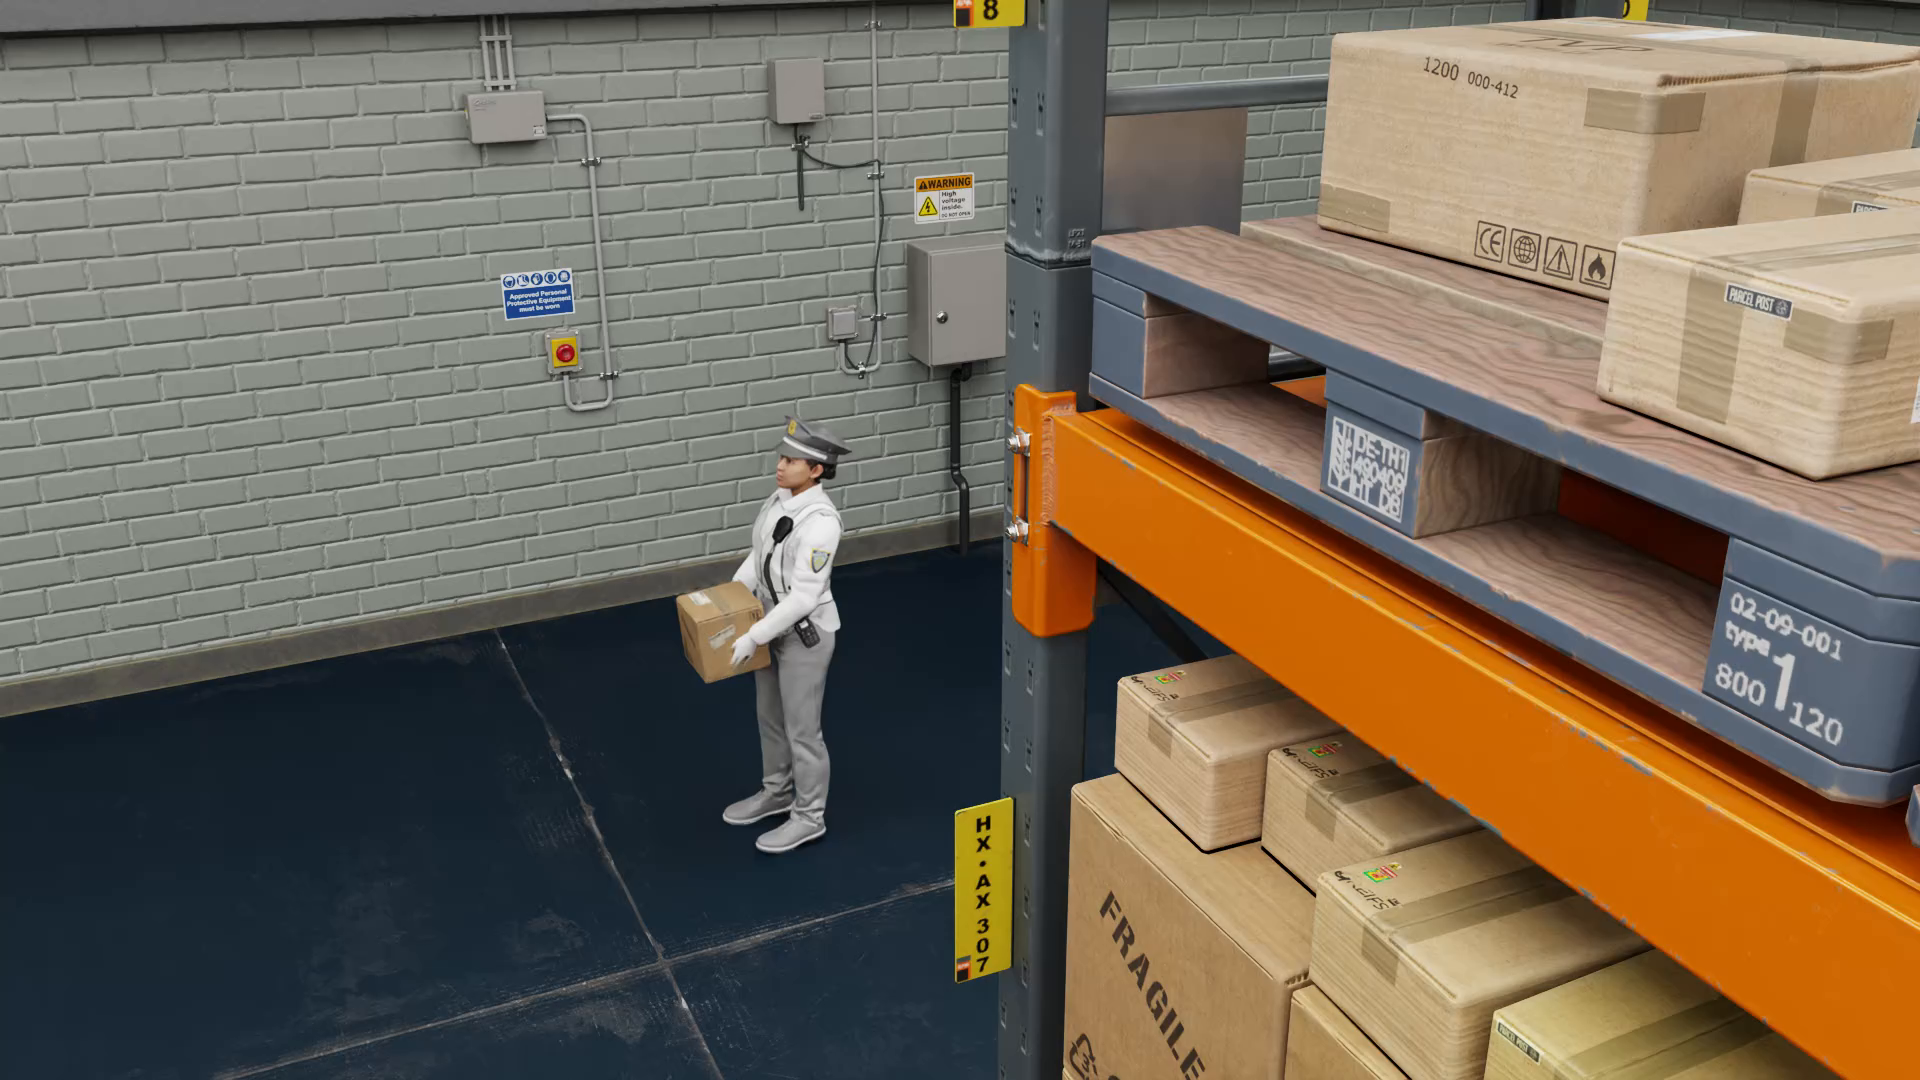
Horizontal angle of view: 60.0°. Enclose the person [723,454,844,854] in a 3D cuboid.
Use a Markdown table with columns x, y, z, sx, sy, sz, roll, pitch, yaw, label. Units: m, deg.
| x | y | z | sx | sy | sz | roll | pitch | yaw | label |
| --- | --- | --- | --- | --- | --- | --- | --- | --- | --- |
| -0.673 | 0.381 | 6.173 | 0.502 | 1.653 | 0.492 | -10 | 24 | -24 | person |
